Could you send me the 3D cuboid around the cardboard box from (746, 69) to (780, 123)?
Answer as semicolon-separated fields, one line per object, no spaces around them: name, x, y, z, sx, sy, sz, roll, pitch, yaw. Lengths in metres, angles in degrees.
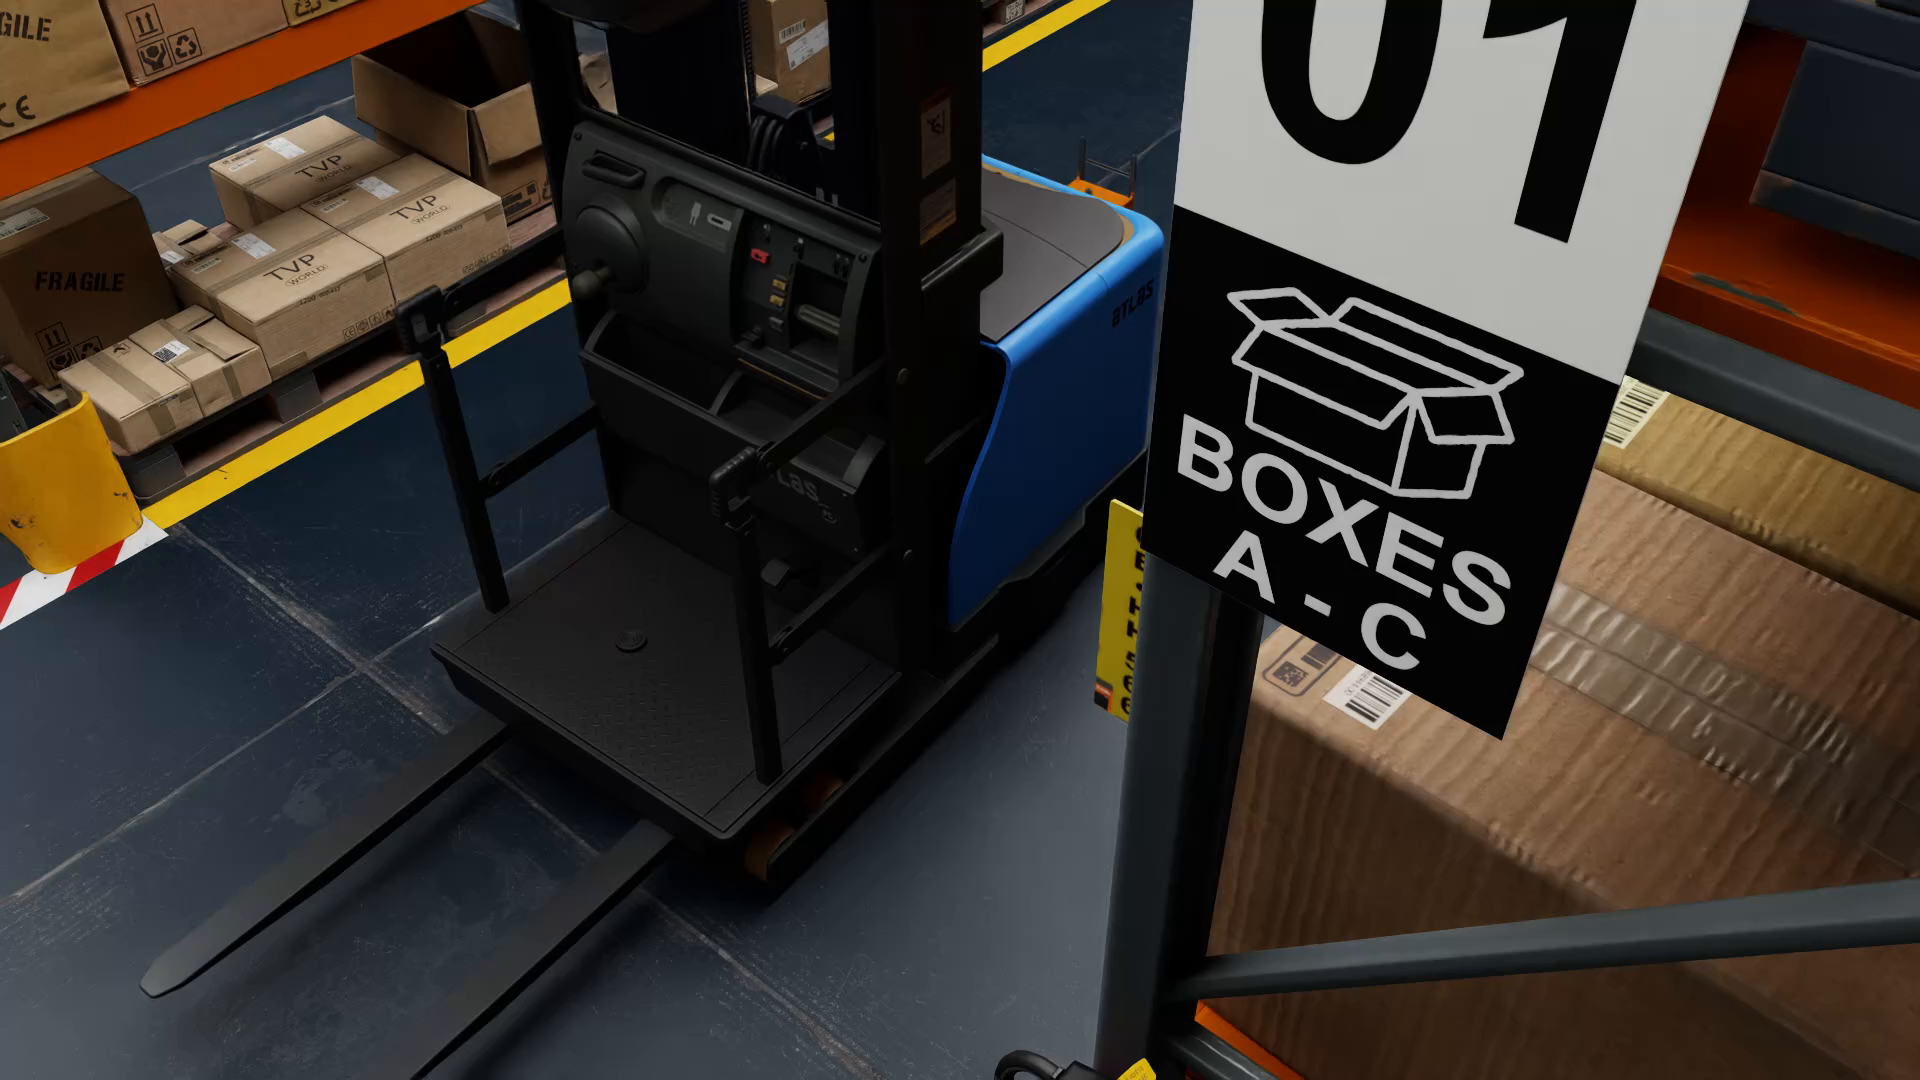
cardboard box;-0.957;-1.820;6.814;0.380;0.149;0.250;29;50;28

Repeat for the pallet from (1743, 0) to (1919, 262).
pallet;1.077;-0.608;1.525;1.003;0.211;1.213;29;50;28

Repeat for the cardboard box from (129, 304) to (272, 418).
cardboard box;-2.493;-0.597;5.456;0.380;0.166;0.250;29;50;28

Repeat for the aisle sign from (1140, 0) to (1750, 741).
aisle sign;0.332;-0.199;1.307;0.394;0.787;0.004;29;50;28

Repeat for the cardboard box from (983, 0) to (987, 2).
cardboard box;-0.114;-2.728;7.552;0.500;0.500;0.500;27;49;27

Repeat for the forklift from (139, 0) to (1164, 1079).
forklift;-0.701;-0.580;3.710;1.130;2.935;3.031;27;49;26

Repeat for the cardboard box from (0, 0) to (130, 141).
cardboard box;-2.699;-1.438;4.528;0.500;0.500;0.500;31;50;29

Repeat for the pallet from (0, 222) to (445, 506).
pallet;-2.625;-0.705;5.869;1.003;0.211;1.213;29;50;28

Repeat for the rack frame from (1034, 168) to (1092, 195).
rack frame;0.299;-0.662;5.198;0.200;1.050;0.008;27;49;26

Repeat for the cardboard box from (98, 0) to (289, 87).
cardboard box;-2.371;-1.706;4.823;0.500;0.500;0.500;29;50;28

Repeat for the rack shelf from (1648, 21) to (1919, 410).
rack shelf;1.895;-1.018;2.445;1.077;0.370;4.000;29;50;28

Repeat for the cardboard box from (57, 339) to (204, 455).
cardboard box;-2.654;-0.462;5.320;0.380;0.149;0.250;29;50;28

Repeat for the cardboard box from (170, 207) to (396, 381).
cardboard box;-2.297;-0.847;5.669;0.500;0.250;0.500;29;50;28

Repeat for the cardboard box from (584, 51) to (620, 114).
cardboard box;-1.244;-1.712;6.575;0.500;0.311;0.500;29;50;28

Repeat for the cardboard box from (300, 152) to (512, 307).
cardboard box;-1.976;-1.105;5.952;0.500;0.250;0.500;29;50;28

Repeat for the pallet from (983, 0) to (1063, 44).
pallet;-0.117;-2.750;8.118;1.003;0.211;1.213;29;50;28

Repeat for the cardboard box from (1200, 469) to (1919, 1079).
cardboard box;0.928;0.478;2.272;0.980;0.700;0.700;32;51;30

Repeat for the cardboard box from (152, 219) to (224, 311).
cardboard box;-2.695;-0.958;5.853;0.380;0.166;0.250;29;50;28

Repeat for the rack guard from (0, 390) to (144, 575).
rack guard;-3.137;-0.401;5.320;1.175;0.500;0.348;29;50;28

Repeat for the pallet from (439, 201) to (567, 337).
pallet;-1.840;-1.331;6.557;1.003;0.211;1.213;29;50;28

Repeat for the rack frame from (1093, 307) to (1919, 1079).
rack frame;0.605;0.854;2.081;0.949;2.616;0.053;29;50;28

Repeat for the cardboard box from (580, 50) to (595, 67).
cardboard box;-1.597;-1.889;6.877;0.380;0.166;0.250;29;50;28

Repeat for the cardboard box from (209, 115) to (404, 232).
cardboard box;-2.391;-1.295;6.162;0.500;0.250;0.500;29;50;28

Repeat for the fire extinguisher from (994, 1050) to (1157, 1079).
fire extinguisher;0.157;0.900;2.365;0.296;0.674;0.183;29;50;28

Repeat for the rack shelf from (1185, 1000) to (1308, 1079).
rack shelf;1.895;0.092;3.454;1.077;0.370;4.000;29;50;28

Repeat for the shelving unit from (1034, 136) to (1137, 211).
shelving unit;0.372;-0.728;5.270;0.215;1.050;0.252;27;49;26

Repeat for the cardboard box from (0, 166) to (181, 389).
cardboard box;-3.025;-0.912;5.554;0.500;0.500;0.500;29;50;28

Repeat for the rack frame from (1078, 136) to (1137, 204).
rack frame;0.446;-0.794;5.342;0.200;1.050;0.008;27;49;26

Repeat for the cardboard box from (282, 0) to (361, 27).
cardboard box;-2.046;-1.964;5.106;0.500;0.500;0.500;29;50;28

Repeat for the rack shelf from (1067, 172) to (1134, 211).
rack shelf;0.372;-0.930;5.086;0.215;0.259;0.240;27;49;26

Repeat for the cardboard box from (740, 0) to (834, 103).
cardboard box;-0.762;-2.169;6.936;0.500;0.500;0.500;29;50;28

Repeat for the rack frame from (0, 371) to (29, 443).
rack frame;-3.186;-1.287;4.436;1.000;3.000;0.127;29;50;28

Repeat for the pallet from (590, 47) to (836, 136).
pallet;-1.055;-1.962;7.251;1.003;0.211;1.213;29;50;28

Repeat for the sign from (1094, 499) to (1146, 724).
sign;0.201;0.097;1.876;0.100;0.325;0.005;29;50;28

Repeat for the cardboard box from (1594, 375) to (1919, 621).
cardboard box;1.388;0.098;2.689;0.980;0.700;0.700;29;50;28

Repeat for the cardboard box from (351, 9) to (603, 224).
cardboard box;-1.817;-1.616;6.327;0.797;0.503;0.637;29;50;28
